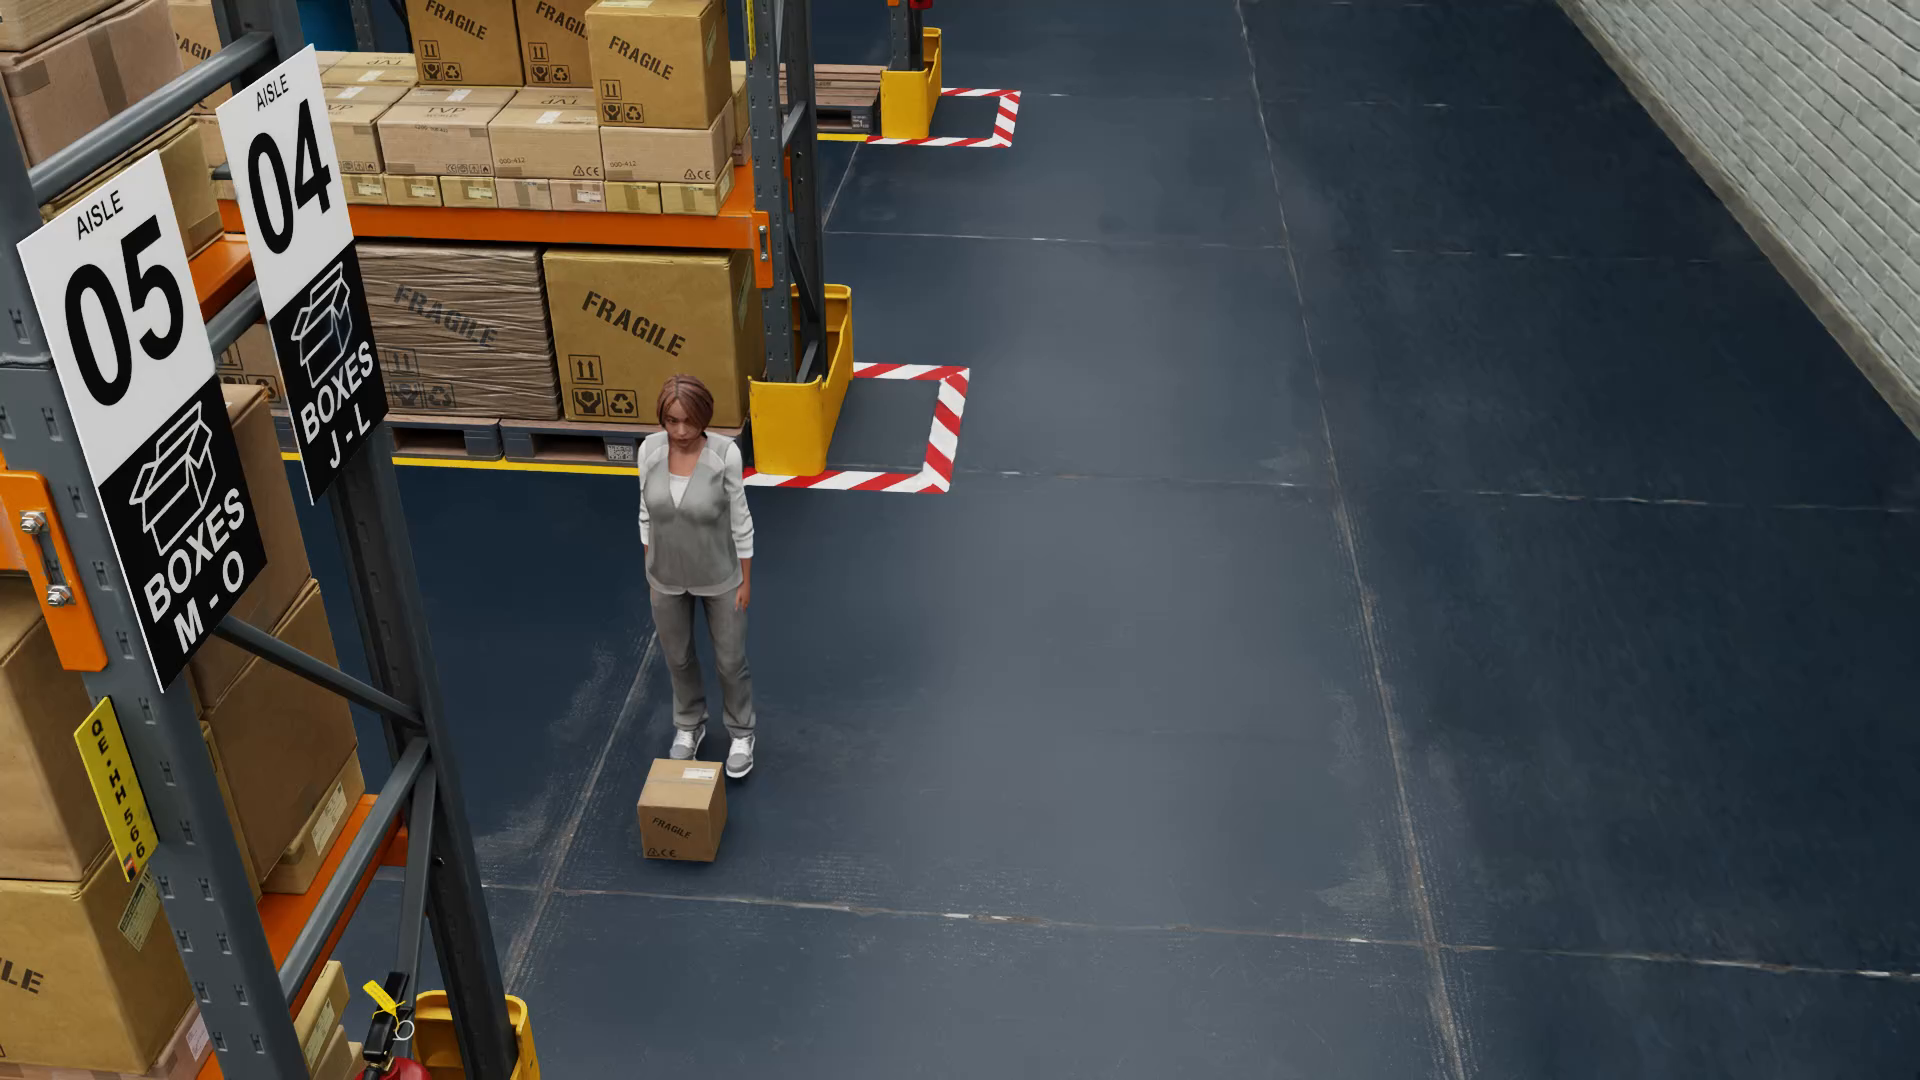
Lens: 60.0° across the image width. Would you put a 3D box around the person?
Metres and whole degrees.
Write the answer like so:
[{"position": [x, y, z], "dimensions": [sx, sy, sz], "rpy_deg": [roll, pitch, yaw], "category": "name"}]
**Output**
[{"position": [-0.925, 0.141, 5.925], "dimensions": [0.408, 1.597, 0.325], "rpy_deg": [3, 33, 5], "category": "person"}]
